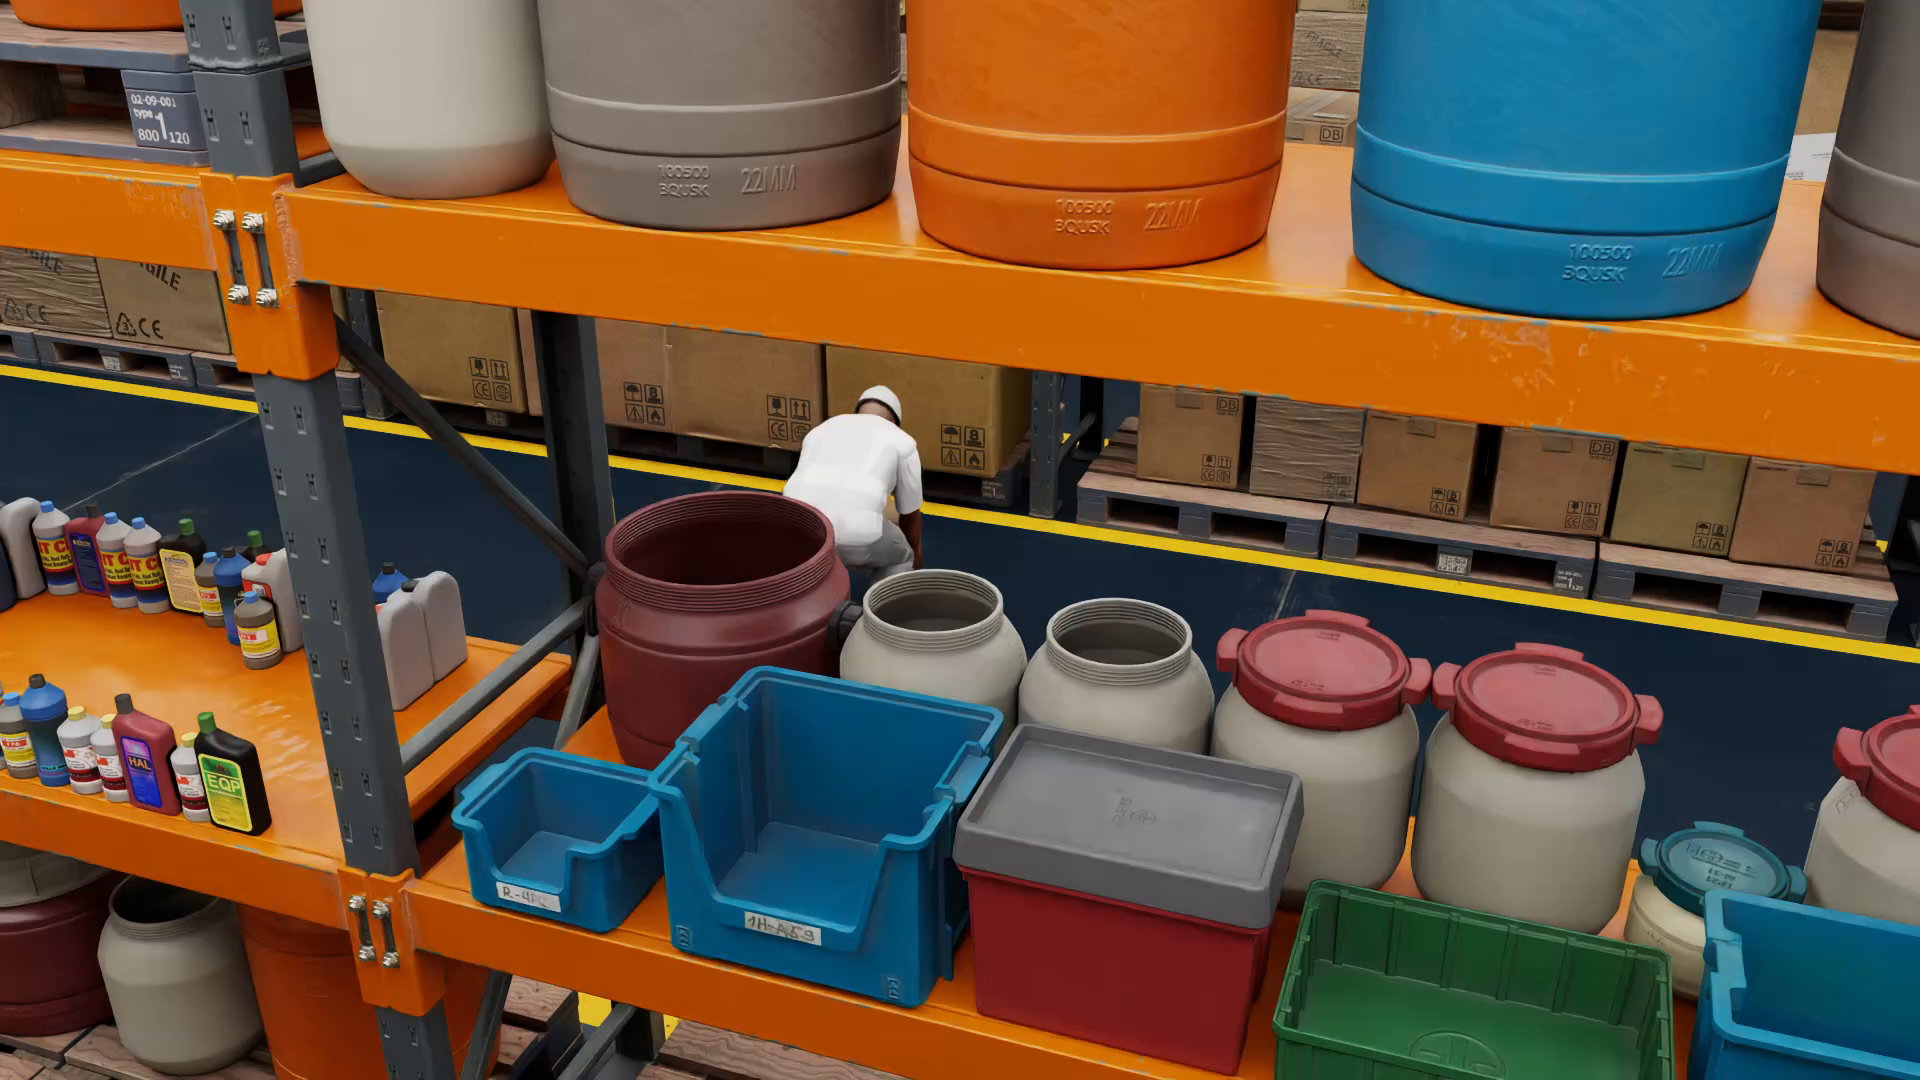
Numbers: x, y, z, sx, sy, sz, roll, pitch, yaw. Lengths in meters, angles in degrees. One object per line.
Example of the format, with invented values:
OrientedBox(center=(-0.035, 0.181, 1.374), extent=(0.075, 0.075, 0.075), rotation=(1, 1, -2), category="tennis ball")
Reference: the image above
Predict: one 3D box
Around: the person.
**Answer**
OrientedBox(center=(-0.447, -0.045, 7.044), extent=(0.527, 1.019, 0.958), rotation=(8, 27, 15), category="person")
